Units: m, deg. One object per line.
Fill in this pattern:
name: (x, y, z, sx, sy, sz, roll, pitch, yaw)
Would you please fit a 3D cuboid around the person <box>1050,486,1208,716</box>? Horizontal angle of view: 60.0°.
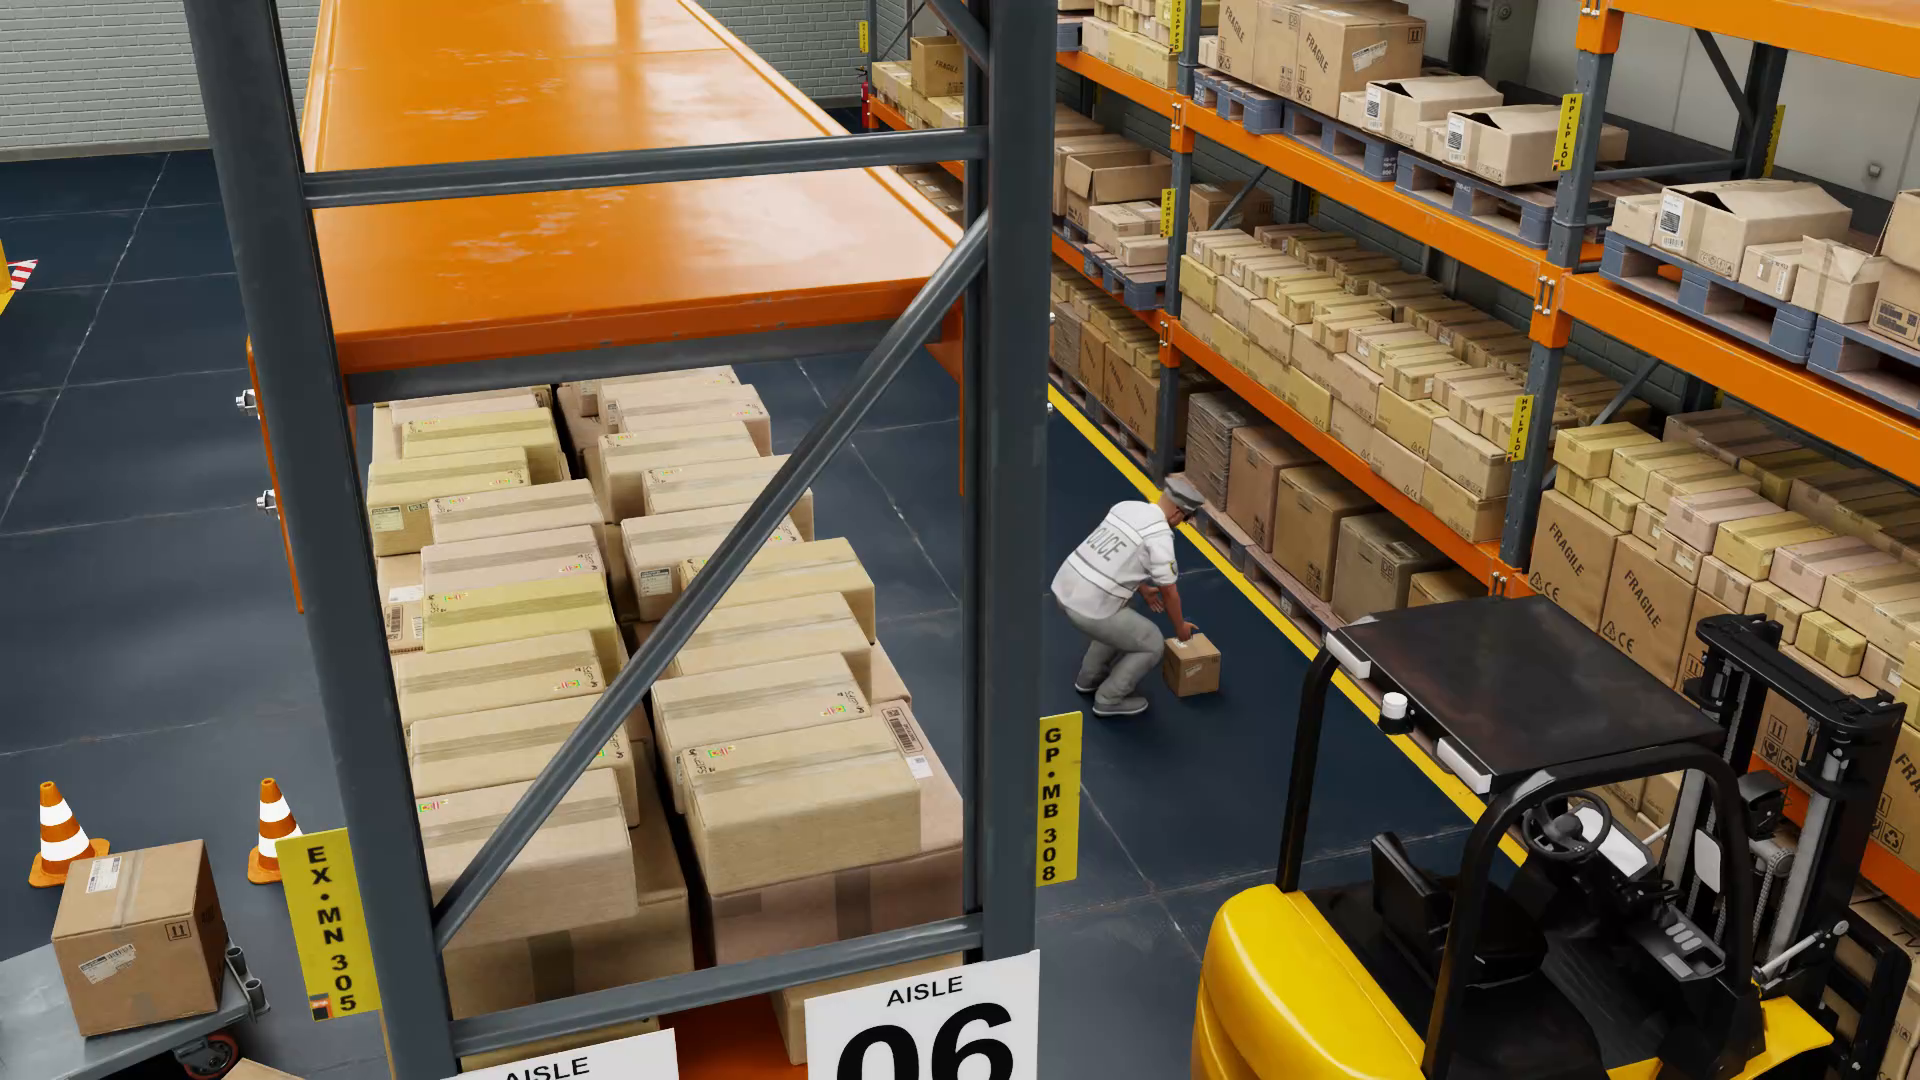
person: (0.963, 0.320, 9.299, 0.842, 1.234, 0.581, -8, 27, -16)
